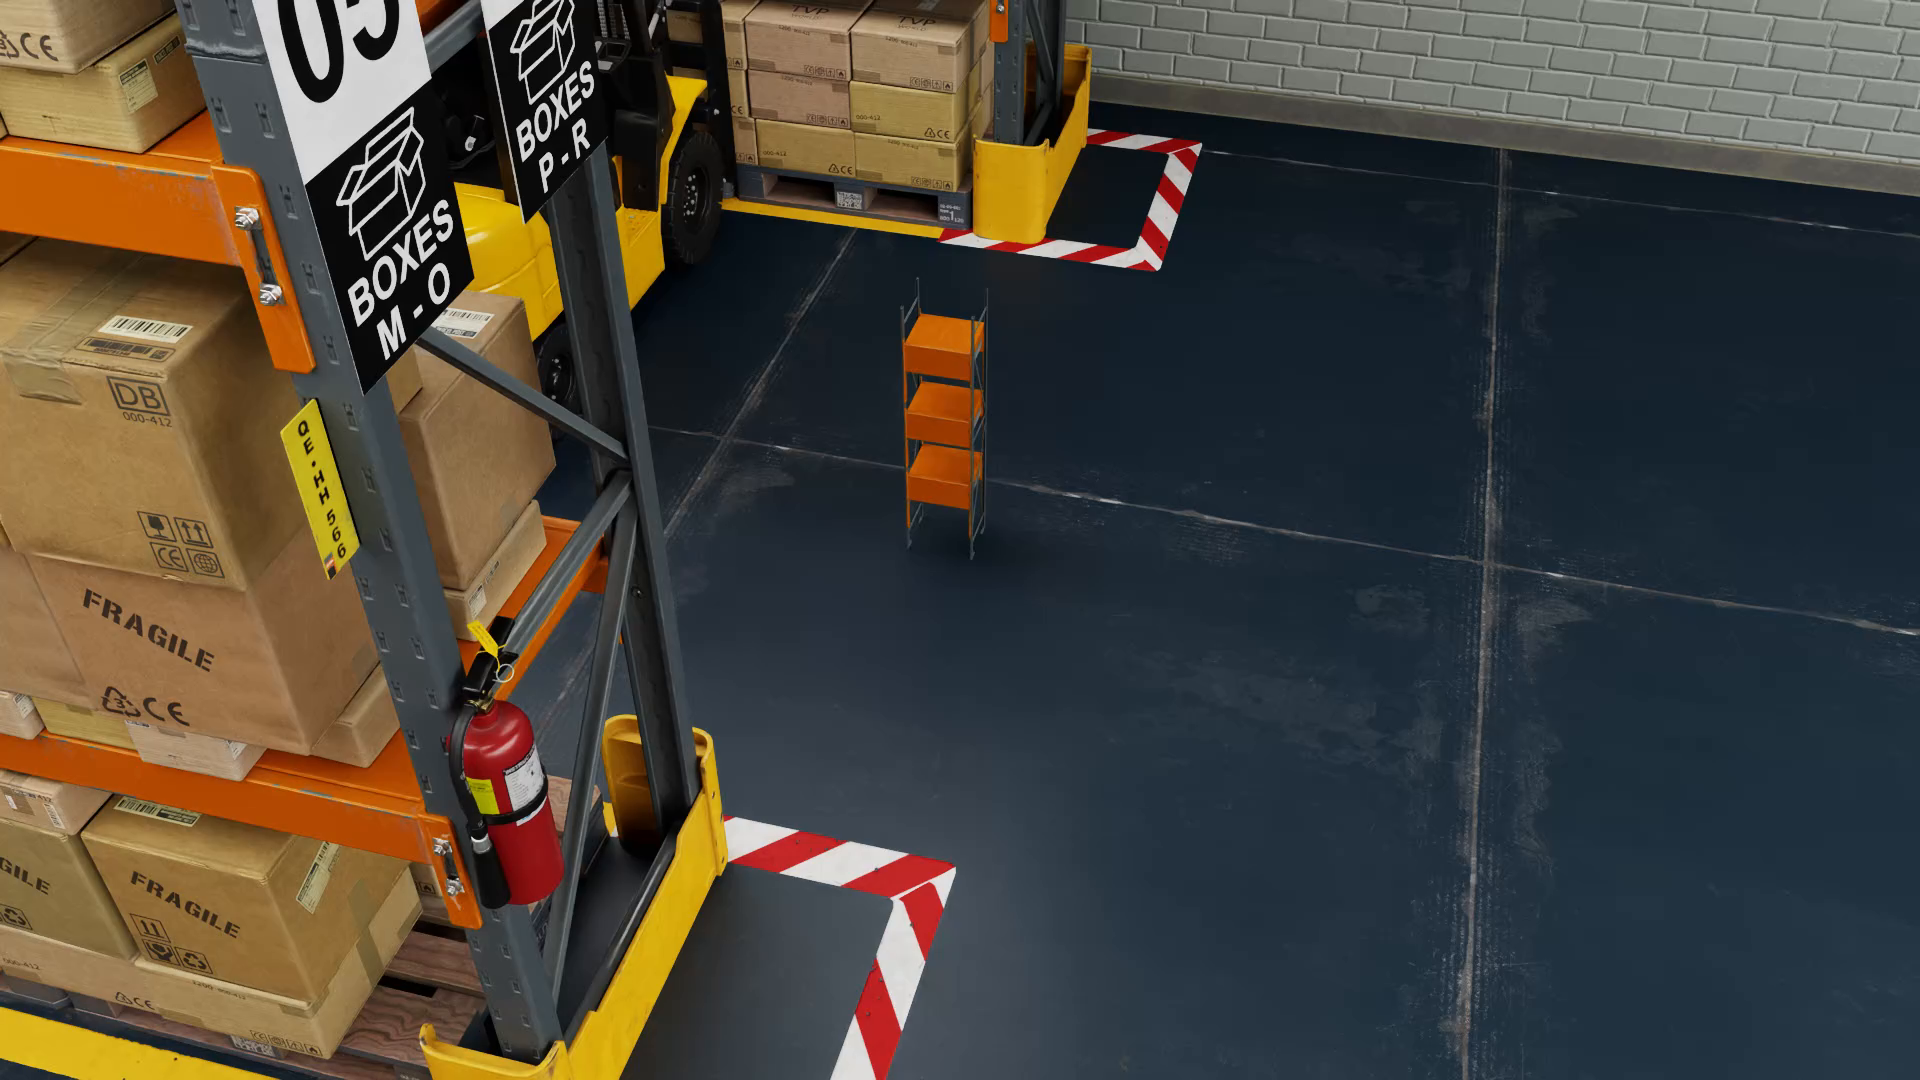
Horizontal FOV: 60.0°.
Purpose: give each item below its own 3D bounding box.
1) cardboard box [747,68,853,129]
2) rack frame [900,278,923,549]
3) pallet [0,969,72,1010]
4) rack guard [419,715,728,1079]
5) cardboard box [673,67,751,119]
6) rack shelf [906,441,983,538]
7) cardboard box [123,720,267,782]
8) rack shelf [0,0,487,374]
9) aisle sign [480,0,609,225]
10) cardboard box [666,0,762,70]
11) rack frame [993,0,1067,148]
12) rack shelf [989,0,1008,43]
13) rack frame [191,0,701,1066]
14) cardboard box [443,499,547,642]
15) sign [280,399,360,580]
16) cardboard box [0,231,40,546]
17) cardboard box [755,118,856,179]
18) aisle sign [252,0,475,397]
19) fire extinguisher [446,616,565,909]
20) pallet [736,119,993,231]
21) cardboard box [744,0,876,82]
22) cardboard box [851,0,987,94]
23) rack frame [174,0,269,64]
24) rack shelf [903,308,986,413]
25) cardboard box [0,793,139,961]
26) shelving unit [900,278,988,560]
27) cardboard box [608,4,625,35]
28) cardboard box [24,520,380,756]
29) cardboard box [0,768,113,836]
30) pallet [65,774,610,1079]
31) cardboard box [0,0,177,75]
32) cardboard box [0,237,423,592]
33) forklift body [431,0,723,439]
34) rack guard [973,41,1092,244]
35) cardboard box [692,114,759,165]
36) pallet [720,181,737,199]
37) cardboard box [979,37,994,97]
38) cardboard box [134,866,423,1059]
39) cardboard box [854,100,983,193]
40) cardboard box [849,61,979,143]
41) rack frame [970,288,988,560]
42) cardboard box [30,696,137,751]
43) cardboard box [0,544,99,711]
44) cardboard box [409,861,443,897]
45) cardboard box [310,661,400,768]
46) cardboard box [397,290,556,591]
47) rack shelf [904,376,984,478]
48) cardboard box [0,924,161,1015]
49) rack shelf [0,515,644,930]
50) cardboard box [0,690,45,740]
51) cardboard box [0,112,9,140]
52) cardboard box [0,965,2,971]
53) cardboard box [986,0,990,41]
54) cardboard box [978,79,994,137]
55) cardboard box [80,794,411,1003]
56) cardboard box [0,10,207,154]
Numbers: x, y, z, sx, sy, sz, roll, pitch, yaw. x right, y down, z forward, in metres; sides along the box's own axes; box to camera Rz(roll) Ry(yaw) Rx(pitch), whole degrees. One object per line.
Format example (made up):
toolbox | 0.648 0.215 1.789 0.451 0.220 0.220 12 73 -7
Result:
cardboard box | -0.692 -2.221 7.985 0.500 0.250 0.500 9 41 11
rack frame | -0.170 -0.431 5.947 0.008 1.050 0.200 10 41 11
pallet | -2.962 0.834 5.093 1.213 0.211 1.003 10 41 11
rack guard | -1.012 1.084 4.570 0.348 0.500 1.175 10 41 11
cardboard box | -1.196 -2.293 8.071 0.500 0.250 0.500 9 41 10
rack shelf | -0.052 -0.190 6.108 0.240 0.259 0.215 10 41 11
cardboard box | -1.628 0.334 3.716 0.250 0.149 0.380 9 41 11
rack shelf | -2.871 -1.066 3.414 4.000 0.370 1.077 10 41 11
aisle sign | -0.799 -1.038 3.132 0.004 0.787 0.394 10 41 11
cardboard box | -1.169 -2.477 7.901 0.500 0.250 0.500 10 41 12
rack frame | 0.341 -2.945 7.424 0.127 3.000 1.000 10 41 11
rack shelf | -1.591 -3.002 8.051 4.000 0.370 1.077 10 41 11
rack frame | -0.939 0.140 3.751 0.127 3.000 1.000 10 41 11
cardboard box | -1.213 0.051 4.052 0.250 0.149 0.380 10 41 12
sign | -1.101 -0.083 2.871 0.005 0.325 0.100 10 41 11
cardboard box | -1.975 -0.433 3.347 0.500 0.500 0.700 10 41 12
cardboard box | -0.673 -2.023 8.138 0.500 0.250 0.500 10 41 11
aisle sign | -0.954 -0.665 2.688 0.004 0.787 0.394 10 41 11
fire extinguisher | -0.947 0.475 3.412 0.183 0.674 0.296 10 41 11
pallet | -0.409 -1.978 8.441 1.213 0.211 1.003 10 41 11
cardboard box | -0.679 -2.399 7.809 0.500 0.250 0.500 10 41 12
cardboard box | -0.185 -2.318 7.712 0.500 0.250 0.500 11 41 13
rack frame | -0.939 -2.157 1.822 0.127 3.000 1.000 10 41 11
rack shelf | -0.052 -0.620 5.747 0.240 0.259 0.215 10 41 11
cardboard box | -2.285 0.689 4.326 0.500 0.500 0.500 11 41 13
shelving unit | -0.052 -0.411 5.923 0.252 1.050 0.215 10 41 11
cardboard box | -1.657 -2.566 8.007 0.500 0.250 0.500 9 41 11
cardboard box | -1.534 0.069 3.527 0.500 0.500 0.500 9 41 11
cardboard box | -2.152 0.506 4.039 0.250 0.149 0.380 11 41 13
pallet | -1.788 1.038 4.850 1.213 0.211 1.003 10 41 11
cardboard box | -1.502 -0.983 2.641 0.500 0.250 0.500 9 41 11
cardboard box | -1.488 -0.345 3.241 0.500 0.500 0.700 9 41 10
forklift body | -1.962 -1.801 6.722 1.214 2.155 2.313 10 41 11
rack guard | 0.364 -1.983 8.223 0.348 0.500 1.175 10 41 11
cardboard box | -1.153 -2.112 8.243 0.500 0.250 0.500 10 41 12
pallet | -1.583 -2.182 8.684 1.213 0.211 1.003 10 41 11
cardboard box | -0.060 -2.451 8.259 0.500 0.250 0.500 10 41 12
cardboard box | -1.812 1.061 4.466 0.500 0.250 0.500 10 41 11
cardboard box | -0.195 -1.934 8.032 0.500 0.250 0.500 10 41 12
cardboard box | -0.210 -2.131 7.877 0.500 0.250 0.500 9 41 11
rack frame | 0.066 -0.391 5.899 0.008 1.050 0.200 10 41 11
cardboard box | -1.871 0.278 3.782 0.250 0.149 0.380 9 41 11
cardboard box | -2.017 -0.018 3.629 0.500 0.500 0.500 10 41 12
cardboard box | -1.646 0.726 4.865 0.500 0.250 0.500 9 41 11
cardboard box | -1.355 0.307 3.748 0.250 0.149 0.380 11 41 13
cardboard box | -1.324 -0.263 3.922 0.500 0.500 0.500 9 41 11
rack shelf | -0.052 -0.403 5.930 0.240 0.259 0.215 10 41 11
cardboard box | -2.287 0.974 4.570 0.500 0.250 0.500 10 41 12
rack shelf | -2.871 0.083 4.378 4.000 0.370 1.077 10 41 11
cardboard box | -2.127 0.254 3.811 0.250 0.149 0.380 10 41 12
cardboard box | -1.604 -0.819 2.756 0.250 0.149 0.380 10 41 12
cardboard box | -2.794 0.890 4.669 0.500 0.250 0.500 8 41 10
cardboard box | -0.074 -2.633 8.087 0.500 0.250 0.500 9 41 11
cardboard box | -0.083 -2.256 8.415 0.500 0.250 0.500 10 41 12
cardboard box | -1.780 0.774 4.225 0.500 0.500 0.500 10 41 12
cardboard box | -1.356 -0.798 2.731 0.250 0.149 0.380 10 41 12
